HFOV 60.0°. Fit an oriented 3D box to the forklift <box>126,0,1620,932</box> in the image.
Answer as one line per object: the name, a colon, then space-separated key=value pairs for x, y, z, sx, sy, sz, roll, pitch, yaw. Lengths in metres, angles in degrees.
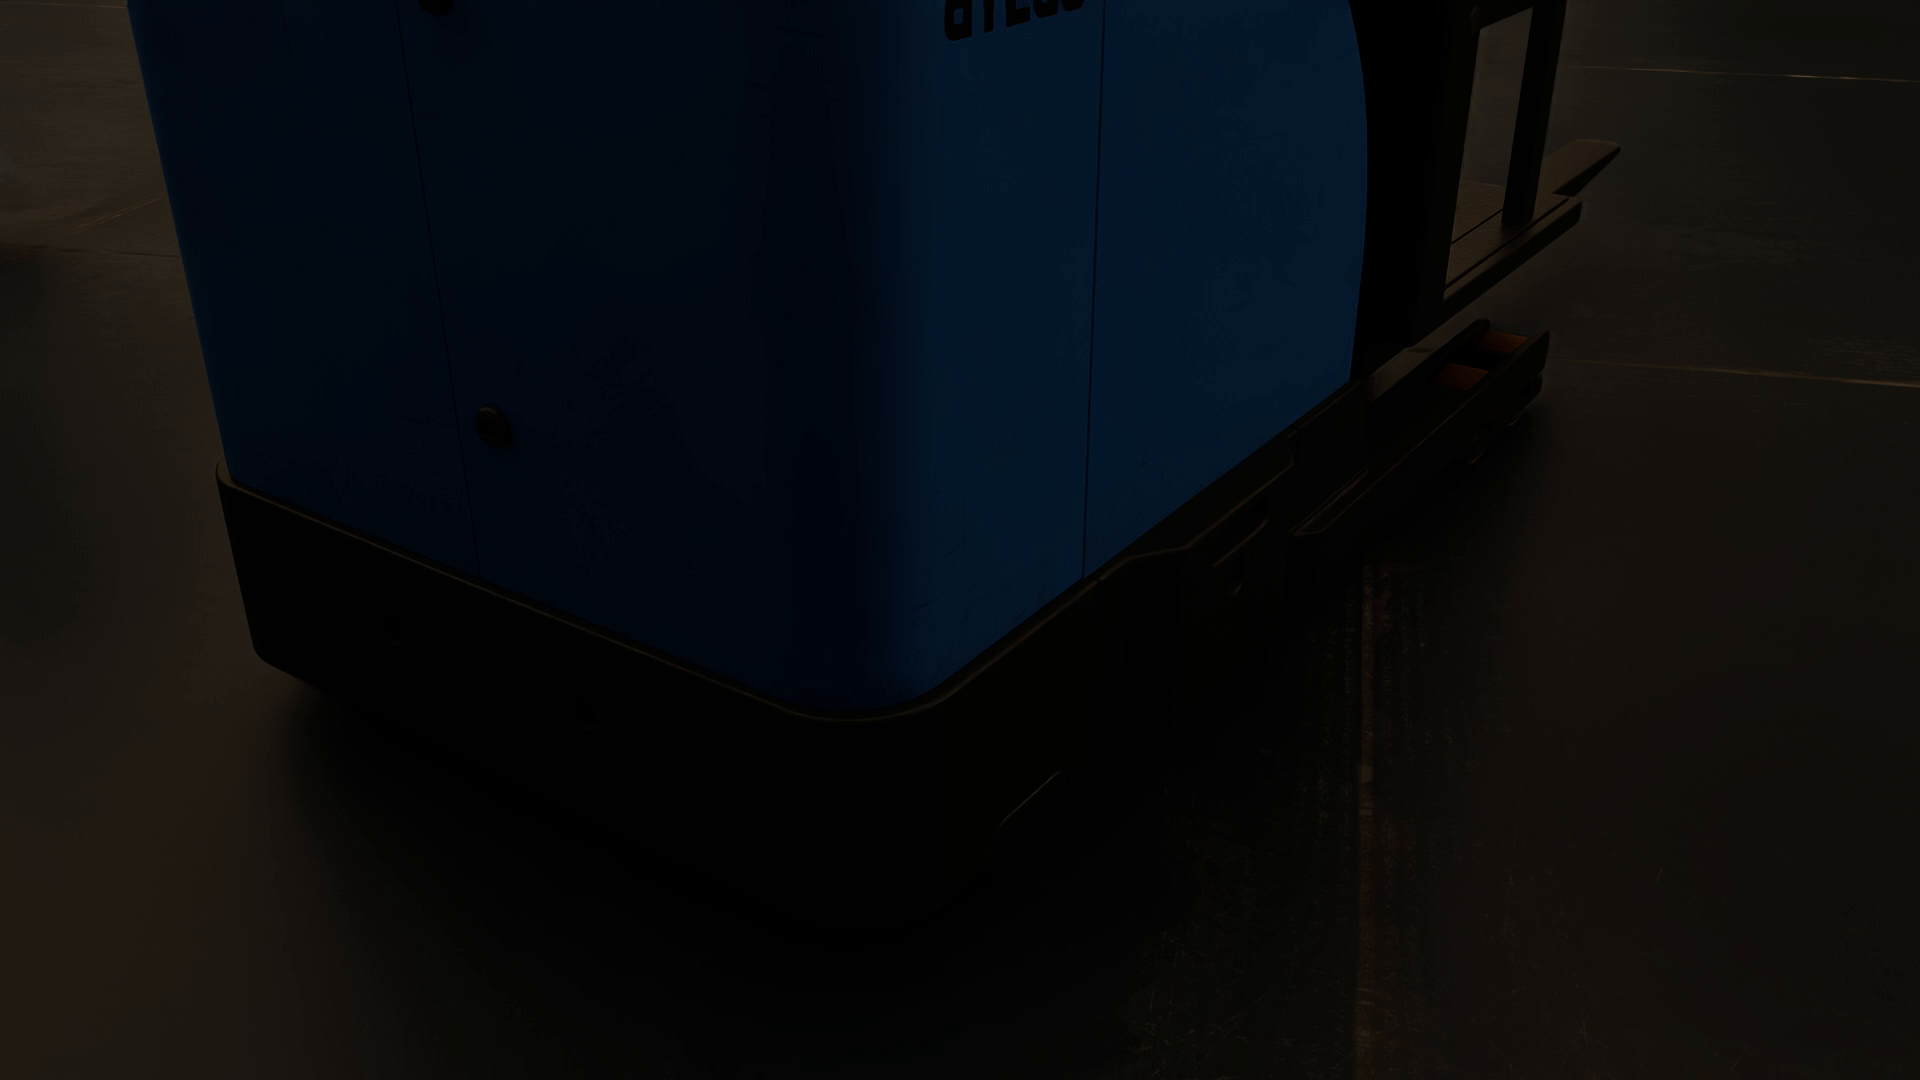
forklift: x=0.363 y=-1.543 z=2.305 sx=1.130 sy=2.935 sz=3.031 roll=17 pitch=32 yaw=31
